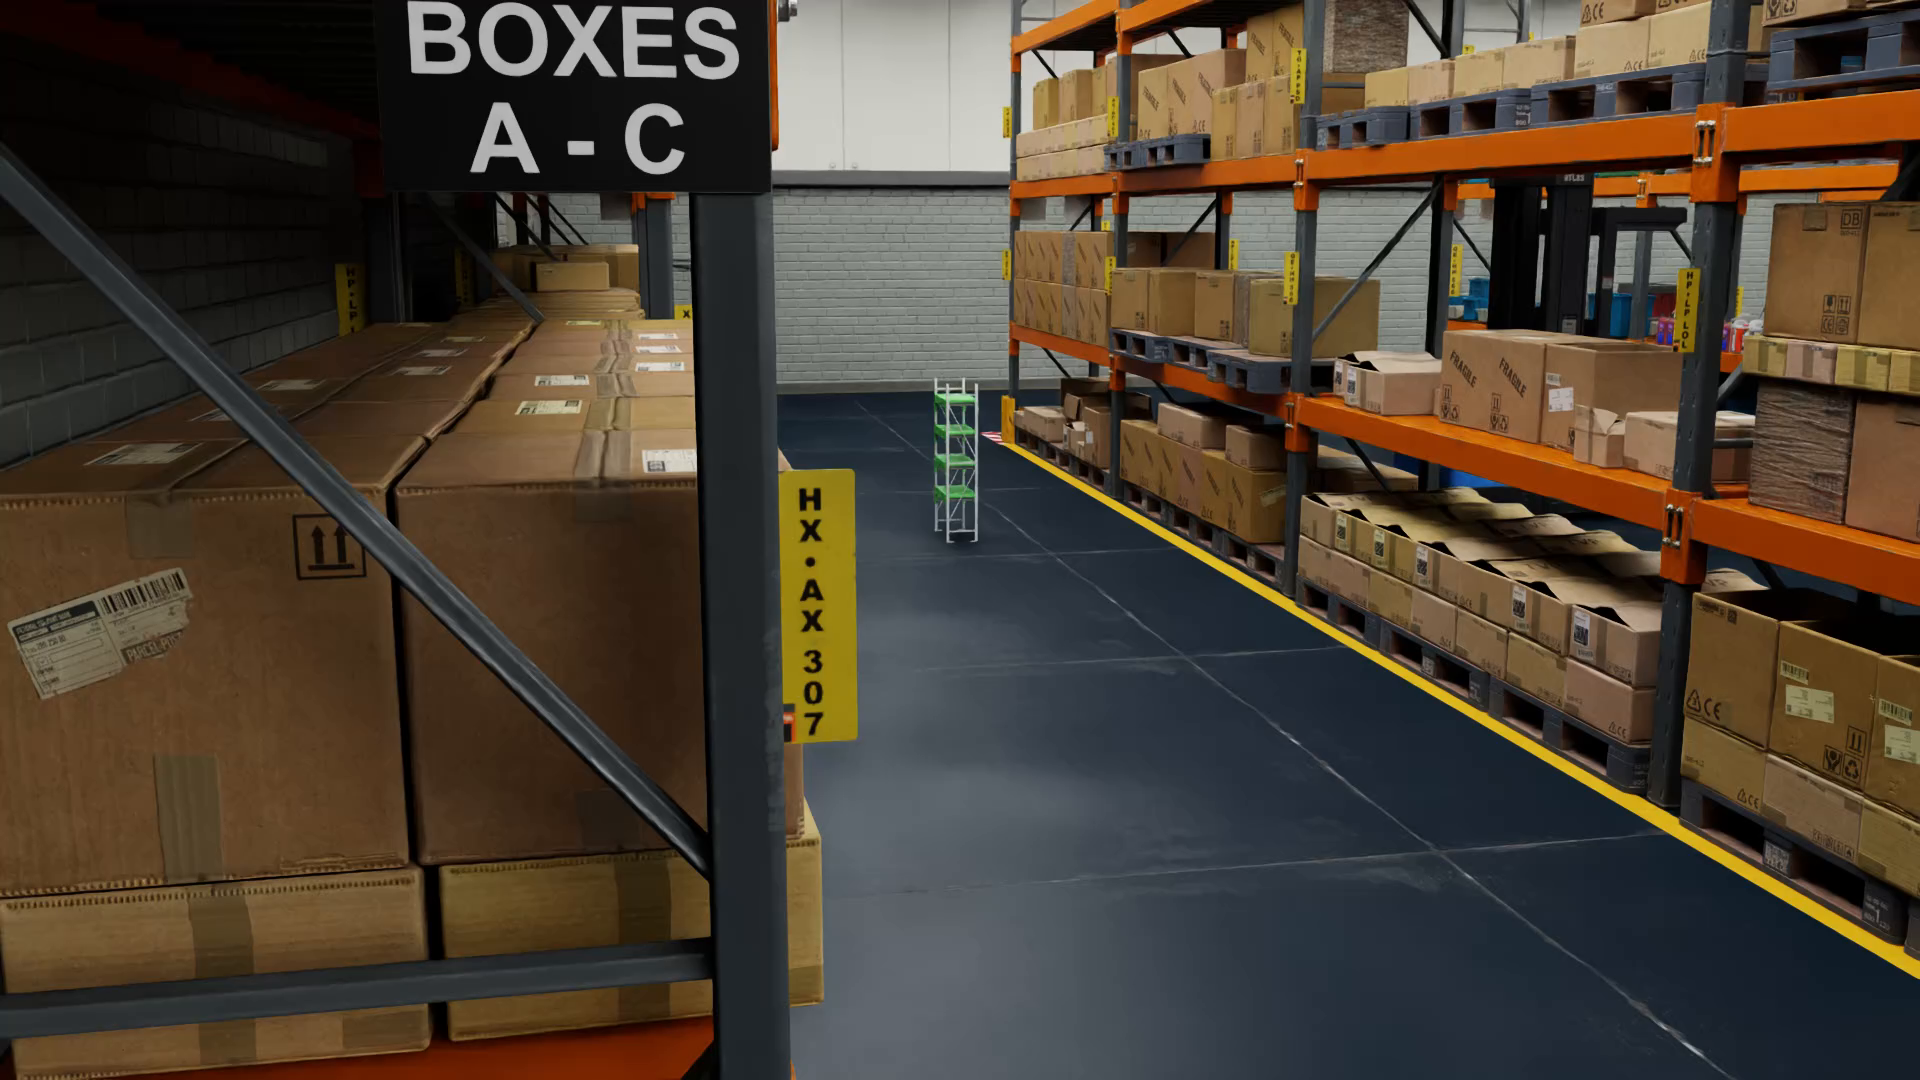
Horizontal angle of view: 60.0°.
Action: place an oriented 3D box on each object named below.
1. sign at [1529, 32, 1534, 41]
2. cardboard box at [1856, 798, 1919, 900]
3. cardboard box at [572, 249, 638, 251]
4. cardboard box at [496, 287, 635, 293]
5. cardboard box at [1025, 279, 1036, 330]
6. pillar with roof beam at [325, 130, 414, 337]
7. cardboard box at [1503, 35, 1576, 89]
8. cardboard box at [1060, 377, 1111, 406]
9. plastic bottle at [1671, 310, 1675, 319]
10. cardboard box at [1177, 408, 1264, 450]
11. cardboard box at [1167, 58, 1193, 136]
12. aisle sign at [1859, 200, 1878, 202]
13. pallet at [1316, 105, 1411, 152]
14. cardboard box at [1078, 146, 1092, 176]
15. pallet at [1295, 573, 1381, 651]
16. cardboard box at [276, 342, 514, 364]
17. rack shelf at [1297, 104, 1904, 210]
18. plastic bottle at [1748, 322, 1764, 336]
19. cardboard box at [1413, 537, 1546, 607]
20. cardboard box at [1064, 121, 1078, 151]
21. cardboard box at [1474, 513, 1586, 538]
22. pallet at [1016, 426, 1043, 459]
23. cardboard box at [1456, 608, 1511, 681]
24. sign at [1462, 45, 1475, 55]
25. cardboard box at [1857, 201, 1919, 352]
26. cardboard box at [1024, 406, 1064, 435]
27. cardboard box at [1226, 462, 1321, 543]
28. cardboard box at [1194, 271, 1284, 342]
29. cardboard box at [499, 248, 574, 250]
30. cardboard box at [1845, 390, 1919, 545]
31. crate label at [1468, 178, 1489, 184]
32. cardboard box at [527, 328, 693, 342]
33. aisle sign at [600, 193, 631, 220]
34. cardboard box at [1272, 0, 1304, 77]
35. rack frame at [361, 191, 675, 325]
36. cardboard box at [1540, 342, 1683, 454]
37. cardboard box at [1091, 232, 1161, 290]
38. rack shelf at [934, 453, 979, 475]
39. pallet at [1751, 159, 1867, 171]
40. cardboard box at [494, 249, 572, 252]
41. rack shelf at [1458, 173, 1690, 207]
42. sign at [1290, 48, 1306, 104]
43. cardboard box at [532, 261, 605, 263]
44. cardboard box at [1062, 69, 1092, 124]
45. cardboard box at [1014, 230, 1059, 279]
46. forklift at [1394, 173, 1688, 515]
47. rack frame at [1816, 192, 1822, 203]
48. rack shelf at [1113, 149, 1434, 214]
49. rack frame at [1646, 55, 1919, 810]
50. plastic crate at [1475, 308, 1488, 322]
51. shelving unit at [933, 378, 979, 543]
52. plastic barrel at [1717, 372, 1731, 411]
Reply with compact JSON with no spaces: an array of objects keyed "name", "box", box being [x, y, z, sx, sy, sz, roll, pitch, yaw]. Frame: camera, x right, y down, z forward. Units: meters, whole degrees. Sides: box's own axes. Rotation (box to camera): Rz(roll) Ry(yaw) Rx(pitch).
[{"name":"sign","box":[6.439,-5.582,18.820,0.100,0.325,0.005,-2,11,-11]},{"name":"cardboard box","box":[3.354,1.034,5.471,0.500,0.250,0.500,-2,11,-11]},{"name":"cardboard box","box":[-2.200,-1.708,10.523,0.500,0.250,0.500,-2,11,-12]},{"name":"cardboard box","box":[-2.158,-1.122,9.127,0.700,0.500,0.500,-3,11,-18]},{"name":"cardboard box","box":[0.976,-2.455,17.304,0.500,0.500,0.500,-2,11,-12]},{"name":"pillar with roof beam","box":[1.368,-3.777,8.472,9.100,9.000,0.400,-2,11,-11]},{"name":"cardboard box","box":[3.065,-2.349,8.272,0.500,0.250,0.500,-3,11,-16]},{"name":"cardboard box","box":[1.391,-1.488,18.003,0.500,0.500,0.500,-2,11,-11]},{"name":"plastic bottle","box":[6.439,-1.929,14.940,0.144,0.351,0.185,-2,11,-11]},{"name":"cardboard box","box":[1.969,-0.841,12.595,0.500,0.250,0.500,-2,11,-12]},{"name":"cardboard box","box":[1.999,-3.419,12.955,0.600,0.600,0.600,-2,11,-12]},{"name":"aisle sign","box":[11.041,-4.252,20.060,0.394,0.787,0.004,-2,11,-11]},{"name":"pallet","box":[2.819,-2.383,9.678,1.213,0.211,1.003,-2,11,-8]},{"name":"cardboard box","box":[1.379,-3.429,15.068,0.500,0.250,0.500,-2,11,-11]},{"name":"pallet","box":[2.721,0.399,10.038,1.003,0.211,1.213,-2,11,-11]},{"name":"cardboard box","box":[-1.406,-0.233,4.242,0.500,0.500,0.500,-2,11,-9]},{"name":"rack shelf","box":[2.988,-1.877,8.438,1.077,0.370,4.000,-2,11,-11]},{"name":"plastic bottle","box":[6.622,-1.665,13.752,0.152,0.276,0.135,-2,11,-11]},{"name":"cardboard box","box":[2.721,0.136,8.691,0.500,0.311,0.500,-2,11,-12]},{"name":"cardboard box","box":[1.271,-3.766,15.501,0.500,0.250,0.500,-2,11,-11]},{"name":"cardboard box","box":[3.145,0.020,9.299,0.500,0.311,0.500,-2,11,-11]},{"name":"pallet","box":[1.214,-1.061,17.706,1.003,0.211,1.213,-2,11,-11]},{"name":"cardboard box","box":[2.816,0.502,8.266,0.500,0.250,0.500,-2,11,-10]},{"name":"sign","box":[3.145,-2.909,10.340,0.100,0.325,0.005,-2,11,-11]},{"name":"cardboard box","box":[3.569,-0.903,5.680,0.700,0.500,0.500,-2,11,-11]},{"name":"cardboard box","box":[0.968,-1.255,17.443,0.500,0.250,0.500,-2,11,-11]},{"name":"cardboard box","box":[2.187,-0.275,11.627,0.500,0.500,0.500,-2,11,-9]},{"name":"cardboard box","box":[2.225,-1.791,12.693,0.700,0.500,0.500,-5,12,-25]},{"name":"cardboard box","box":[-2.895,-1.873,11.392,0.500,0.250,0.500,-2,11,-12]},{"name":"cardboard box","box":[3.579,-0.262,5.781,0.700,0.500,0.500,-2,11,-12]},{"name":"crate label","box":[5.765,-3.990,18.012,0.408,0.251,0.502,-2,11,-11]},{"name":"cardboard box","box":[-0.983,-0.347,4.839,0.500,0.500,0.500,-2,11,-11]},{"name":"aisle sign","box":[-3.535,-3.711,17.221,0.394,0.787,0.004,-2,11,-11]},{"name":"cardboard box","box":[2.421,-3.311,11.108,0.500,0.500,0.500,-2,11,-11]},{"name":"rack frame","box":[-1.481,-0.209,5.774,1.000,3.000,0.127,-2,11,-11]},{"name":"cardboard box","box":[3.141,-0.677,7.965,0.500,0.500,0.500,-1,11,-7]},{"name":"cardboard box","box":[1.469,-2.481,14.768,0.500,0.500,0.500,-2,11,-11]},{"name":"rack shelf","box":[-0.032,-0.557,12.756,0.258,0.148,0.480,-2,11,-11]},{"name":"pallet","box":[7.152,-3.069,13.284,1.003,0.211,1.213,-2,11,-11]},{"name":"cardboard box","box":[-2.796,-1.779,10.901,0.500,0.250,0.500,-2,11,-12]},{"name":"rack shelf","box":[6.292,-3.524,17.089,1.077,0.370,4.000,-2,11,-11]},{"name":"sign","box":[2.067,-2.832,10.148,0.100,0.325,0.005,-2,11,-11]},{"name":"cardboard box","box":[-2.163,-1.465,9.190,0.380,0.149,0.250,-4,11,-18]},{"name":"cardboard box","box":[1.381,-4.234,15.953,0.700,0.500,0.500,-2,11,-11]},{"name":"cardboard box","box":[0.871,-3.040,17.706,0.500,0.500,0.500,-2,11,-9]},{"name":"forklift","box":[5.232,-1.708,13.834,3.031,2.935,1.130,-3,11,-15]},{"name":"rack frame","box":[10.761,-2.951,20.176,1.000,3.000,0.127,-2,11,-11]},{"name":"rack shelf","box":[2.210,-2.611,12.292,1.077,0.370,4.000,-2,11,-11]},{"name":"rack frame","box":[3.377,-0.390,6.724,1.000,3.000,0.127,-2,11,-11]},{"name":"plastic crate","box":[5.741,-2.427,17.969,0.250,0.136,0.298,-2,11,-11]},{"name":"shelving unit","box":[-0.032,-0.620,12.744,0.258,1.200,0.503,-2,11,-11]},{"name":"plastic barrel","box":[6.770,-1.112,15.005,0.600,0.901,0.708,-2,11,-11]}]
